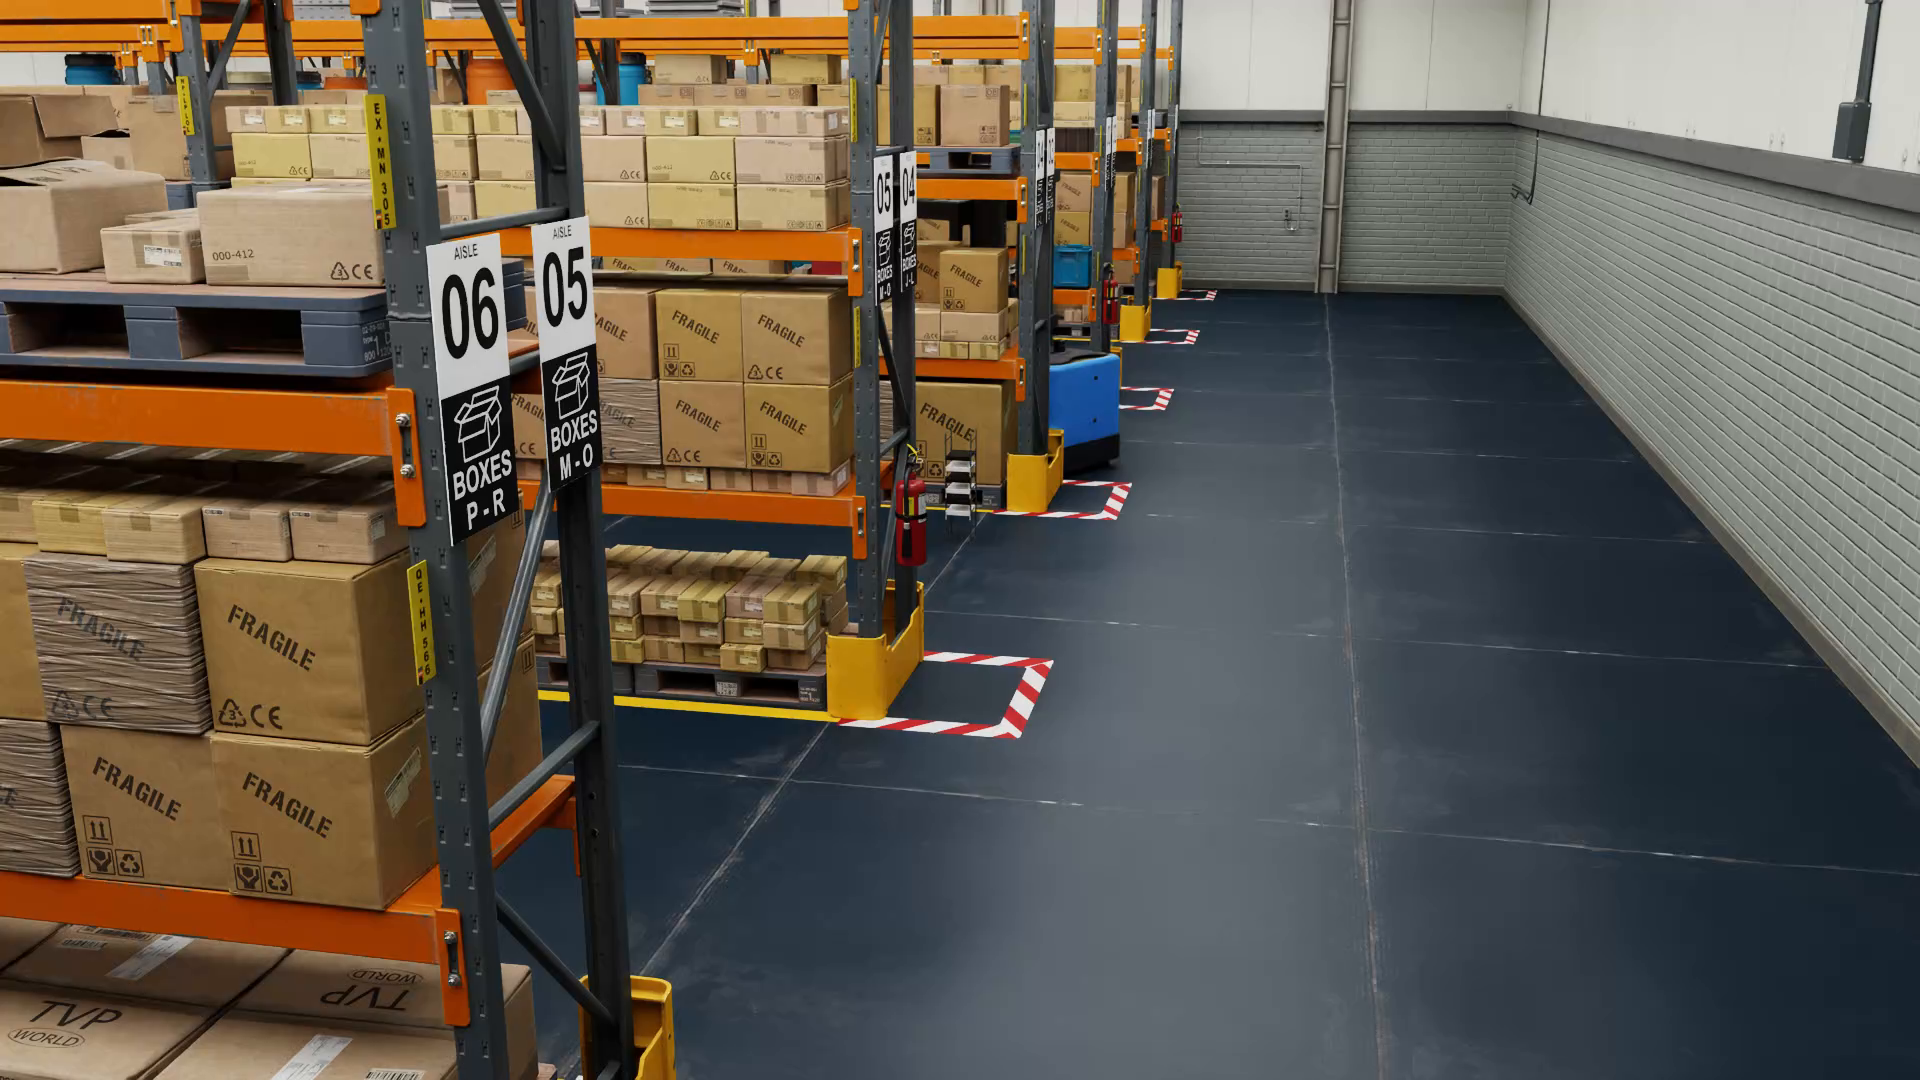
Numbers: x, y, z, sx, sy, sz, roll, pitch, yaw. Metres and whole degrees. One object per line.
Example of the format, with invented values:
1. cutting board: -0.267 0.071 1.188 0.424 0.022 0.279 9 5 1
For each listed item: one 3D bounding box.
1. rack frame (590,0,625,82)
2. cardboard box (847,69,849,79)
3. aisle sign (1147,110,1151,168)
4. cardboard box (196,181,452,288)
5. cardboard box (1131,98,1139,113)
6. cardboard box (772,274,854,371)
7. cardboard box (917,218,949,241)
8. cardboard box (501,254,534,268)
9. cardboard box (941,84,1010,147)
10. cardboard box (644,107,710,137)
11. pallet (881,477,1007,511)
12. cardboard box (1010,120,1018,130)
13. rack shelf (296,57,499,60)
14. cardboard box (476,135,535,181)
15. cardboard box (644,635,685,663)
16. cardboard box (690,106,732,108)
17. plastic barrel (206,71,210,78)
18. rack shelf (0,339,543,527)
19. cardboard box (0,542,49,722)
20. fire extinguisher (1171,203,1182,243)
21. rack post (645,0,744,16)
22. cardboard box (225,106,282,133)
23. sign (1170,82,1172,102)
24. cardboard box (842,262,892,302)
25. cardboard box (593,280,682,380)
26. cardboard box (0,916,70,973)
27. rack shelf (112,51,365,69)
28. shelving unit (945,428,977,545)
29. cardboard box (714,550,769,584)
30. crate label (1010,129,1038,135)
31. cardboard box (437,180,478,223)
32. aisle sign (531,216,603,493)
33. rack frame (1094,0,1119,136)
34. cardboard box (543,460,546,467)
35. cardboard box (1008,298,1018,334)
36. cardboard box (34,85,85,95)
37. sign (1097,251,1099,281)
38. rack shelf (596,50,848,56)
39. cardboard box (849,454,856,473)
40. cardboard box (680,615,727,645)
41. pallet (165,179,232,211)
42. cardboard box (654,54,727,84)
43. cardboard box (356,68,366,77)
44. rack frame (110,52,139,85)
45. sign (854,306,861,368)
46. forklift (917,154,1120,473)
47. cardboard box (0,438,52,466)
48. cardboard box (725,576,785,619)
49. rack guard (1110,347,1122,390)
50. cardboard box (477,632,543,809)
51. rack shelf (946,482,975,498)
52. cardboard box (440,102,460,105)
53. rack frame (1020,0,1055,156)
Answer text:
1. rack frame: -5.206 -7.747 24.604 0.127 3.000 1.000 3 16 11
2. cardboard box: -1.683 -8.113 29.128 0.500 0.250 0.500 3 16 9
3. aisle sign: 2.639 -5.600 23.219 0.004 0.787 0.394 3 16 11
4. cardboard box: -1.778 -0.871 4.707 0.500 0.250 0.500 2 16 6
5. cardboard box: 2.846 -7.320 27.988 0.500 0.250 0.500 4 16 13
6. cardboard box: -0.819 -1.314 10.000 0.500 0.500 0.500 3 16 11
7. cardboard box: -0.339 -4.567 24.173 0.500 0.500 0.500 3 16 12
8. cardboard box: -3.892 -2.616 15.250 0.637 0.503 0.797 3 16 10
9. cardboard box: 0.135 -3.597 14.080 0.500 0.500 0.700 2 16 8
10. cardboard box: -1.571 -2.332 9.272 0.250 0.149 0.380 3 16 12
11. pallet: -0.144 -0.518 14.966 1.213 0.211 1.003 3 16 11
12. cardboard box: 0.610 -5.846 23.639 0.500 0.250 0.500 3 16 11
13. rack shelf: -10.103 -9.014 30.532 4.000 0.370 1.077 3 16 11
14. cardboard box: -2.429 -2.204 9.556 0.500 0.250 0.500 2 16 9
15. cardboard box: -1.748 0.617 10.199 0.250 0.149 0.380 3 16 12
16. cardboard box: -1.440 -2.495 9.860 0.250 0.149 0.380 3 16 12
17. plastic barrel: -9.575 -5.490 21.136 0.708 0.901 0.600 3 16 11
18. rack shelf: -3.279 -0.452 5.235 4.000 0.370 1.077 3 16 11
19. cardboard box: -2.841 0.212 5.047 0.500 0.500 0.500 3 16 11
20. fire extinguisher: 3.673 -5.381 28.143 0.183 0.674 0.296 3 16 11
21. rack post: -3.097 -6.256 19.360 0.954 0.300 0.937 3 16 10
22. cardboard box: -4.115 -2.488 9.832 0.250 0.149 0.380 3 16 10
23. sign: 3.495 -7.420 27.529 0.005 0.325 0.100 3 16 11
24. cardboard box: -0.760 -2.421 14.931 0.500 0.500 0.500 3 16 10
25. cardboard box: -1.938 -1.232 9.704 0.500 0.500 0.500 4 16 14
26. cardboard box: -3.768 1.681 5.816 0.875 0.438 0.875 3 16 9
27. rack shelf: -11.086 -7.527 25.906 4.000 0.370 1.077 3 16 11
28. shelving unit: 0.008 -0.433 13.370 0.210 0.900 0.258 3 16 11
29. cardboard box: -1.393 0.191 10.624 0.250 0.149 0.380 3 16 11
30. crate label: 0.803 -4.643 19.293 0.502 0.251 0.408 3 16 11
31. cardboard box: -2.952 -1.983 9.693 0.500 0.250 0.500 4 16 13
32. aisle sign: -1.191 -0.572 5.068 0.004 0.787 0.394 3 16 11
33. rack frame: 1.642 -6.026 18.390 0.127 3.000 1.000 3 16 11
34. cardboard box: -2.316 -0.471 10.044 0.250 0.149 0.380 3 16 12
35. cardboard box: 0.239 -2.007 14.841 0.500 0.250 0.500 3 16 10
36. cardboard box: -8.206 -3.984 15.513 0.500 0.500 0.500 3 16 11
37. sign: 1.549 -3.069 18.647 0.005 0.325 0.100 3 16 11
38. rack shelf: -3.246 -7.102 24.369 4.000 0.370 1.077 3 16 11
39. cardboard box: -0.684 -0.529 10.254 0.250 0.149 0.380 3 16 11
40. cardboard box: -1.516 0.500 10.064 0.250 0.149 0.380 2 16 9
41. pallet: -4.935 -2.176 10.461 1.003 0.211 1.213 3 16 11
42. cardboard box: -2.344 -4.106 14.512 0.500 0.250 0.500 2 16 7
43. cardboard box: -10.747 -8.415 30.535 0.500 0.500 0.500 4 16 13
44. rack frame: -13.046 -8.173 26.140 0.127 3.000 1.000 3 16 11
45. sign: -0.562 -1.114 9.132 0.005 0.325 0.100 3 16 11
46. forklift: 0.106 -2.316 16.364 3.031 2.935 1.130 13 20 40
47. cardboard box: -3.123 -0.275 5.589 0.250 0.149 0.380 3 16 10
48. cardboard box: -1.236 0.347 10.059 0.250 0.149 0.380 3 16 12
49. rack guard: 1.669 -1.933 19.533 0.348 0.500 1.175 3 16 11
50. cardboard box: -1.733 0.604 5.505 0.500 0.500 0.500 3 16 11
51. rack shelf: 0.008 -0.401 13.379 0.200 0.077 0.258 3 16 11
52. cardboard box: -7.985 -6.581 25.506 0.500 0.250 0.500 2 16 6
53. rack frame: 0.655 -4.731 13.713 0.127 3.000 1.000 3 16 11
